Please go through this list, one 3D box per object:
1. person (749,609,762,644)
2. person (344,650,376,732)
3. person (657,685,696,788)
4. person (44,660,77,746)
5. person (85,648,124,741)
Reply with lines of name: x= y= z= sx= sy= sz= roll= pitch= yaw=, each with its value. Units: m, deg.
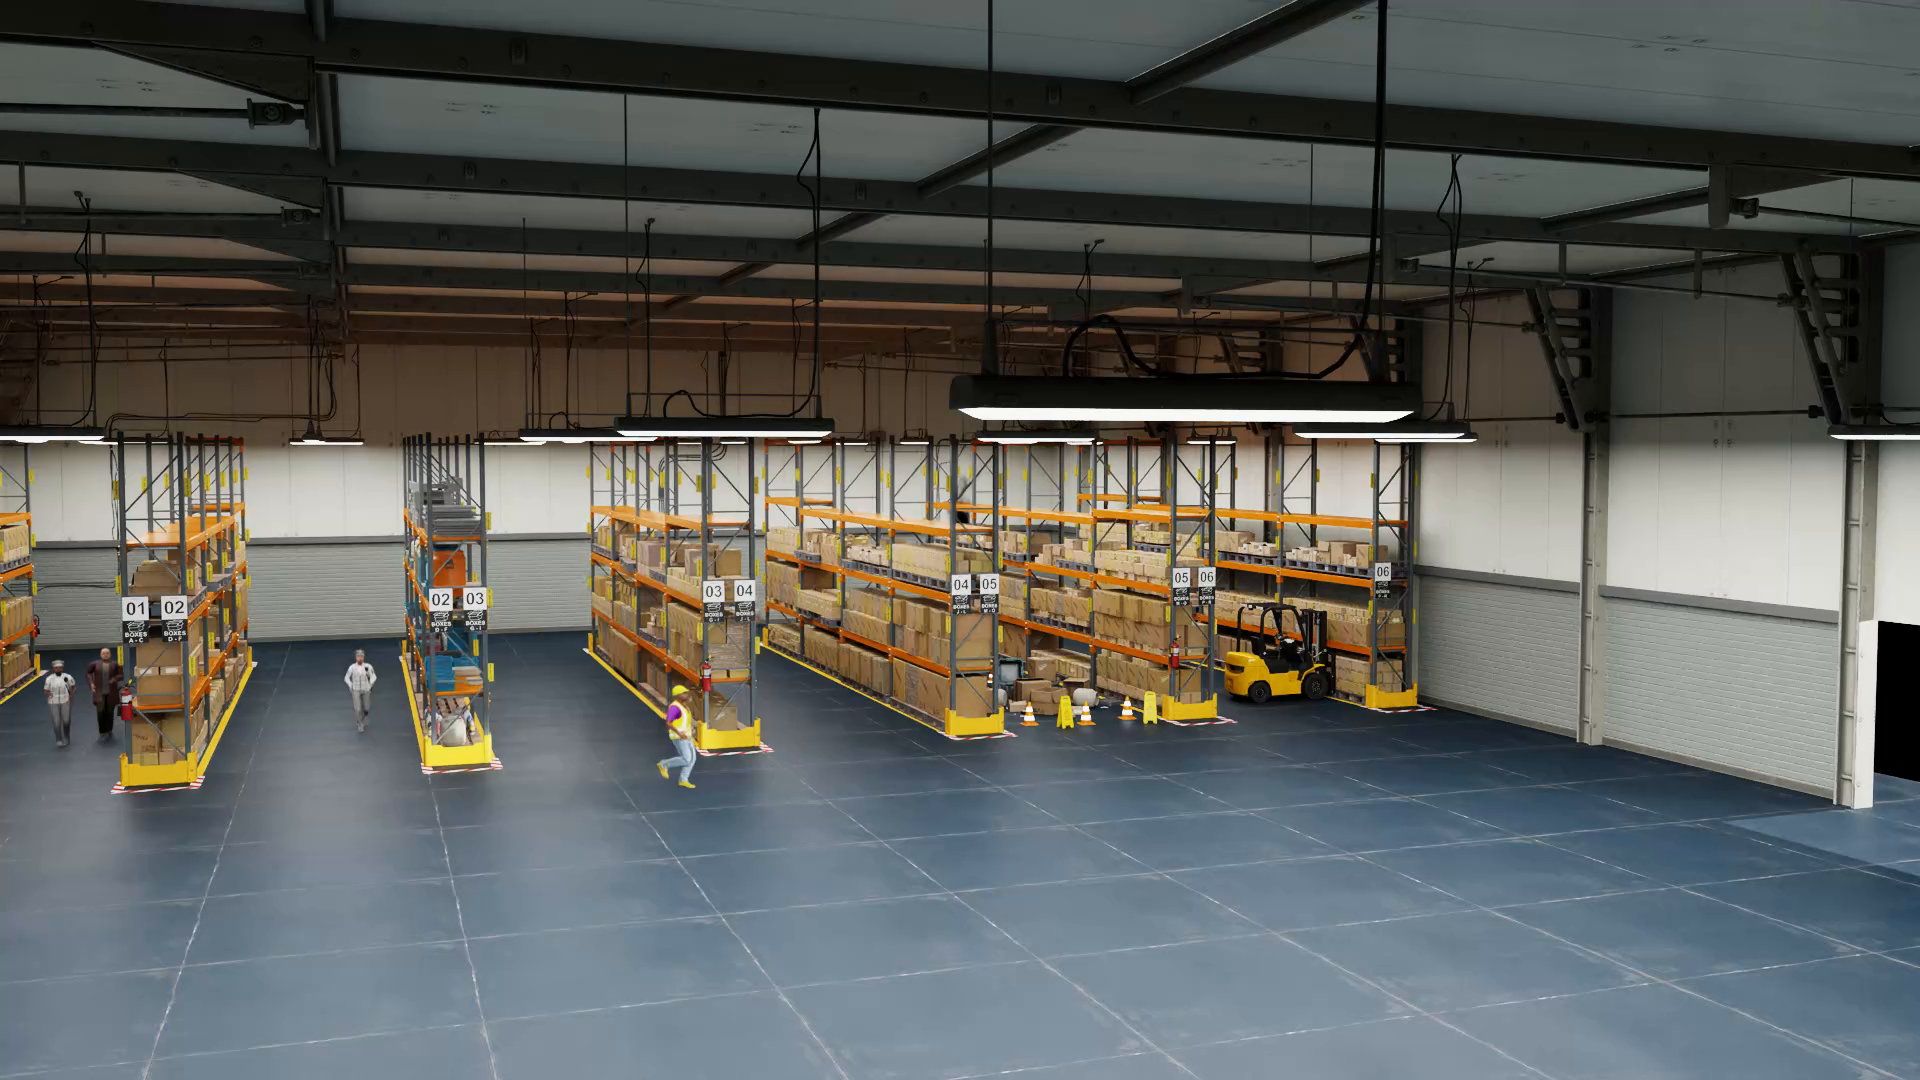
person: x=-5.577 y=2.436 z=44.495 sx=0.537 sy=1.730 sz=0.755 roll=-1 pitch=3 yaw=-15
person: x=-12.116 y=3.033 z=33.607 sx=0.613 sy=1.646 sz=0.559 roll=-1 pitch=3 yaw=-20
person: x=-4.771 y=3.317 z=28.076 sx=0.639 sy=1.735 sz=0.708 roll=1 pitch=3 yaw=9
person: x=-17.180 y=3.121 z=31.757 sx=0.554 sy=1.665 sz=0.611 roll=-2 pitch=4 yaw=-27
person: x=-16.780 y=3.044 z=32.666 sx=0.691 sy=1.844 sz=0.750 roll=-2 pitch=4 yaw=-30
